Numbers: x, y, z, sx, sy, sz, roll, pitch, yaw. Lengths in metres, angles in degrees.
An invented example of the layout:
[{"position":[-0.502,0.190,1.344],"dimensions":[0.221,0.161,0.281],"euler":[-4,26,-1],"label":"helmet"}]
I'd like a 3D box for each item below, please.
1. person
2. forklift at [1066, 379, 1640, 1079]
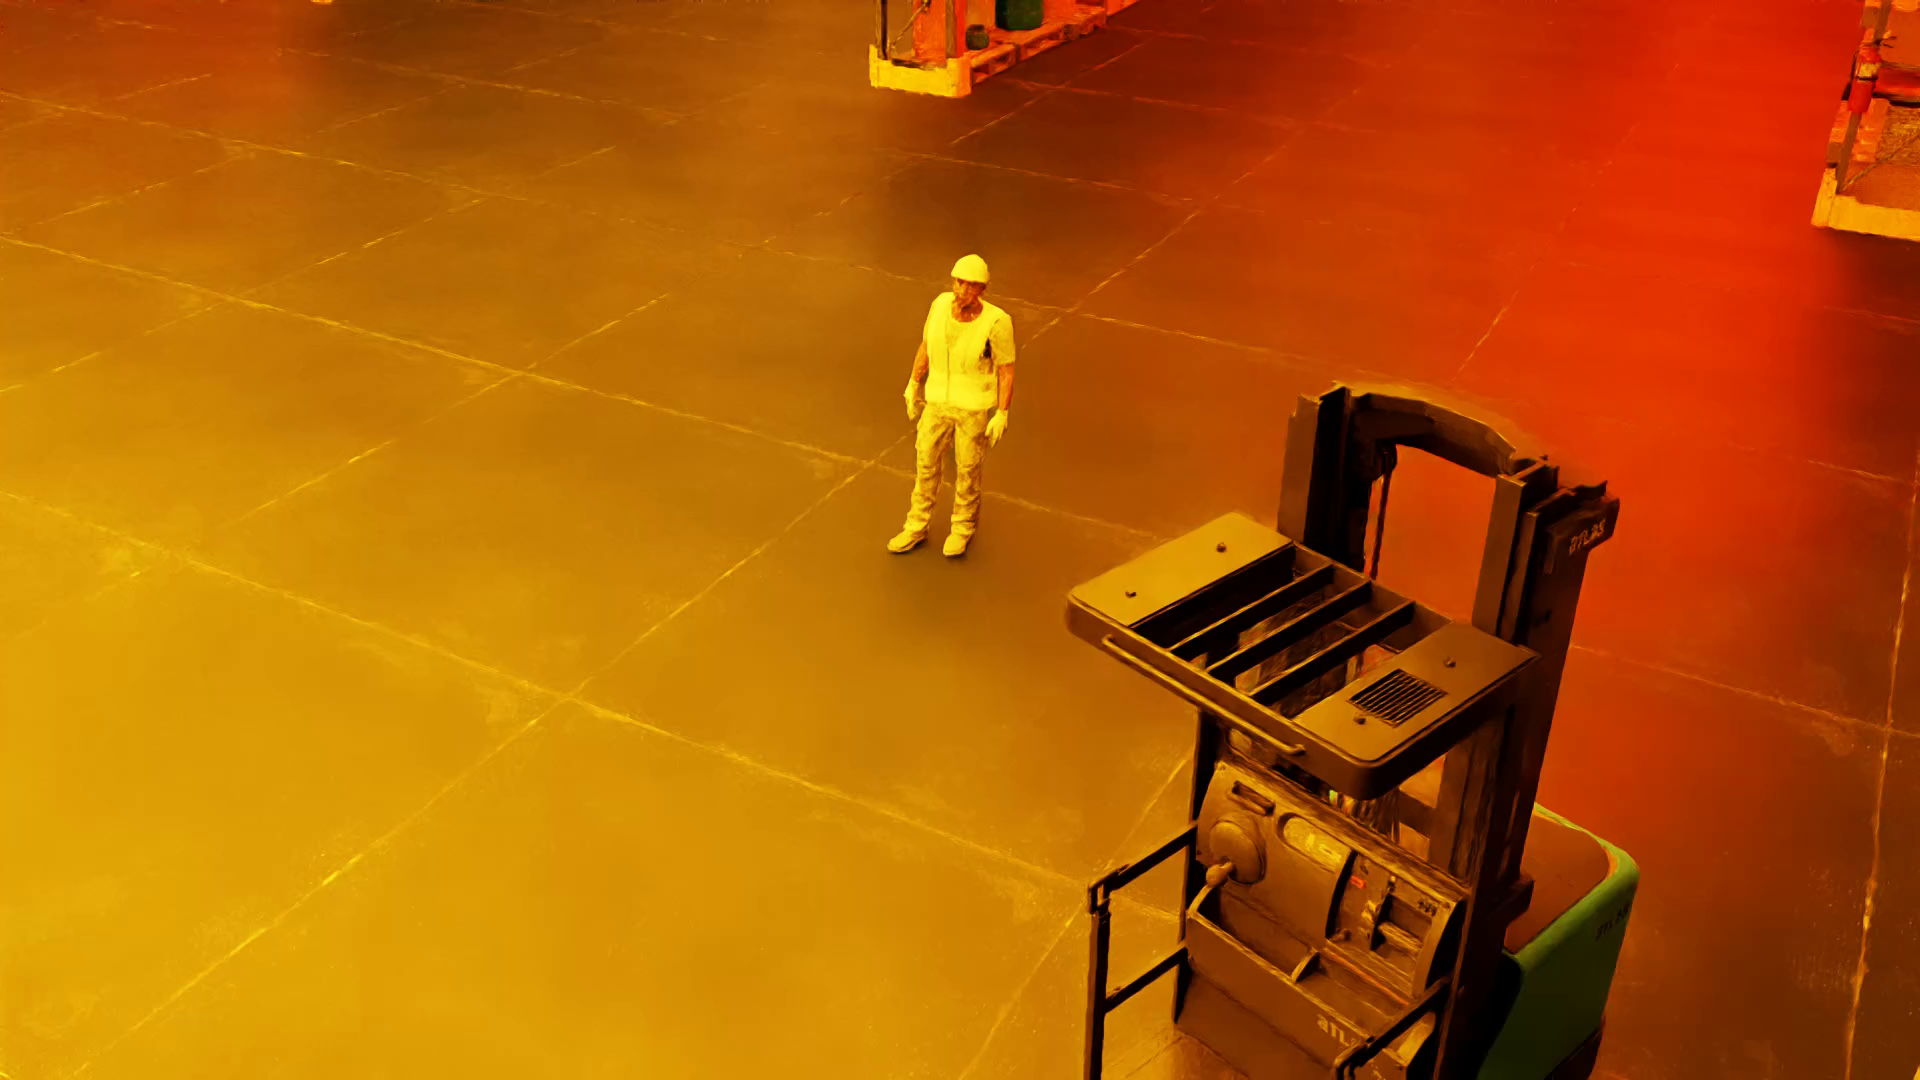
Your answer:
[{"position":[-0.042,-0.749,9.502],"dimensions":[0.655,1.782,0.576],"euler":[15,33,25],"label":"person"},{"position":[0.989,1.095,5.173],"dimensions":[3.031,2.935,1.130],"euler":[-24,37,-35],"label":"forklift"}]
